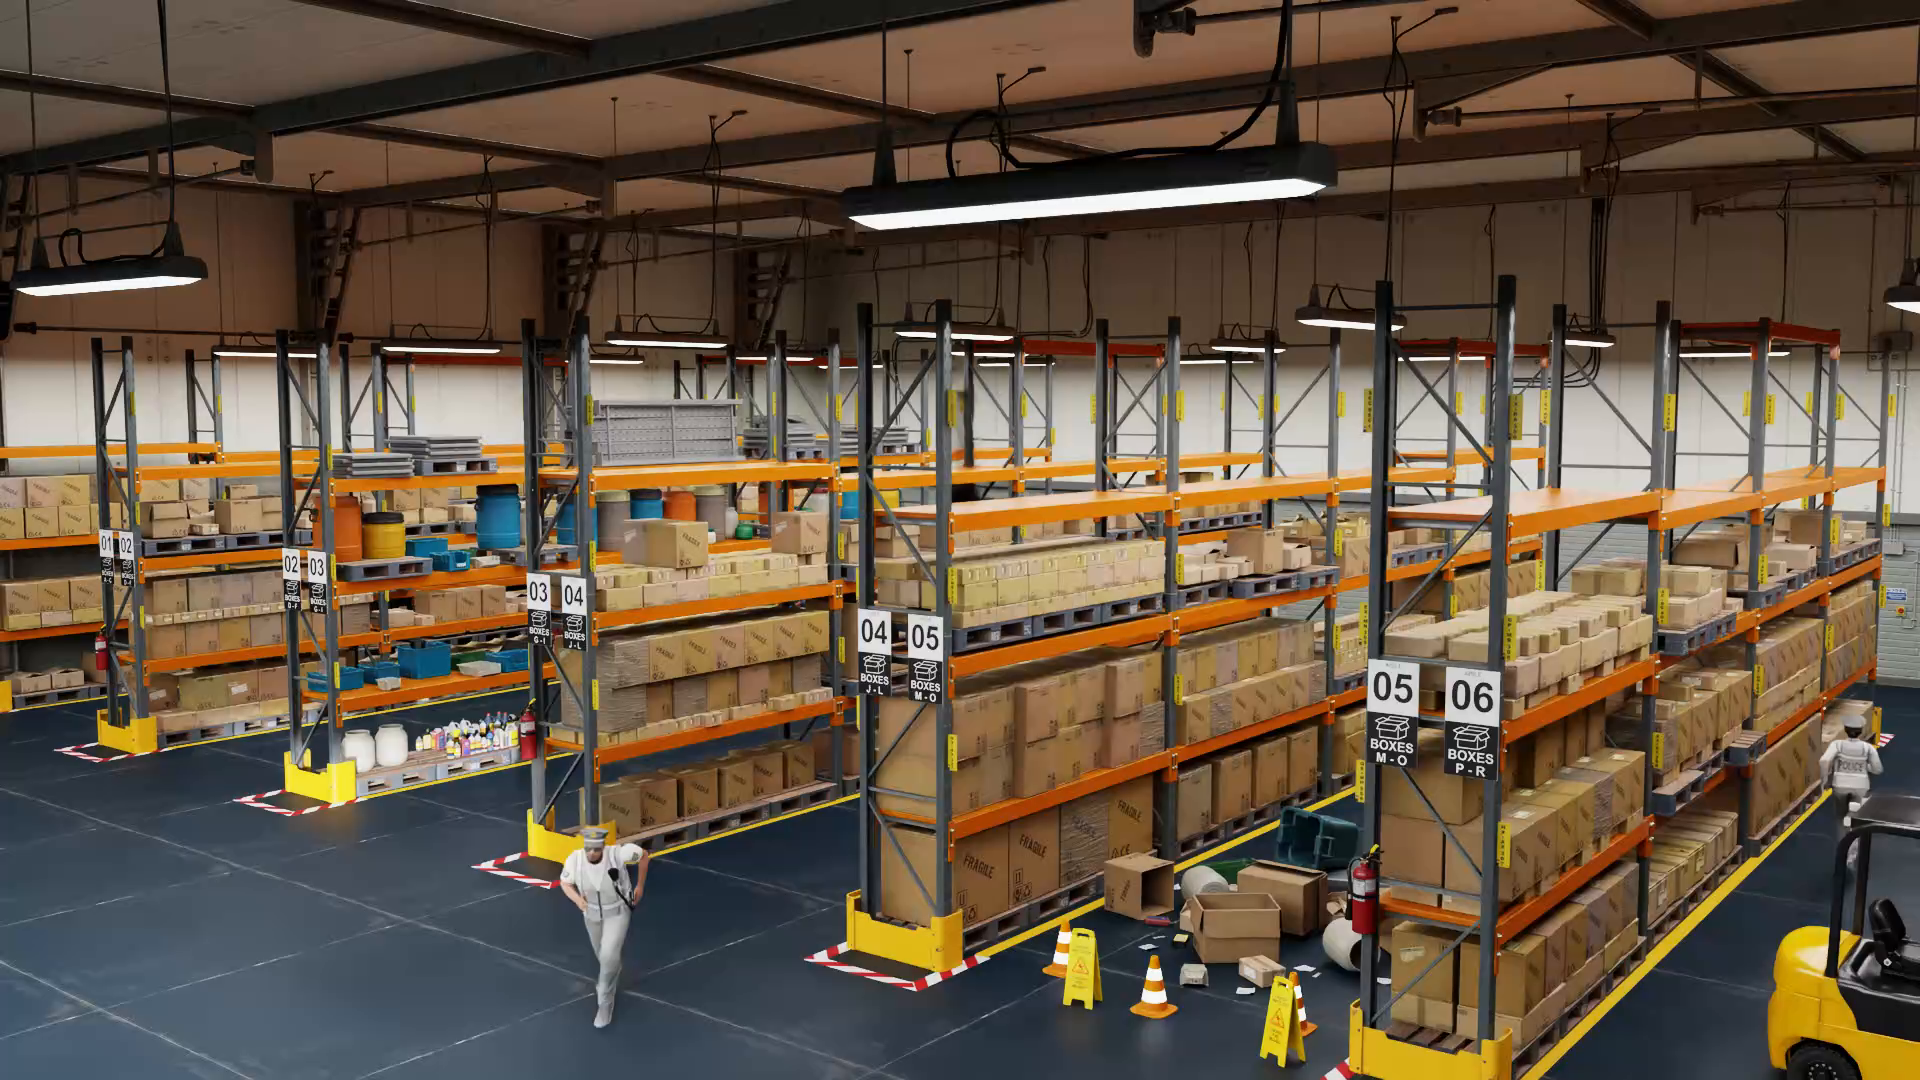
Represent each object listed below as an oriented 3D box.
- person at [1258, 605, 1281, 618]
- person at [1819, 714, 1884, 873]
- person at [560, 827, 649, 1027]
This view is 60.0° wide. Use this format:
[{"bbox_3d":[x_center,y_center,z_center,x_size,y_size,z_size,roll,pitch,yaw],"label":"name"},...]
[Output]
[{"bbox_3d":[6.122,1.449,33.296,0.743,1.714,1.056,-3,6,-29],"label":"person"},{"bbox_3d":[9.611,2.735,17.954,0.597,1.702,0.919,3,6,33],"label":"person"},{"bbox_3d":[-2.955,3.162,13.968,0.707,1.718,1.014,0,5,0],"label":"person"}]
